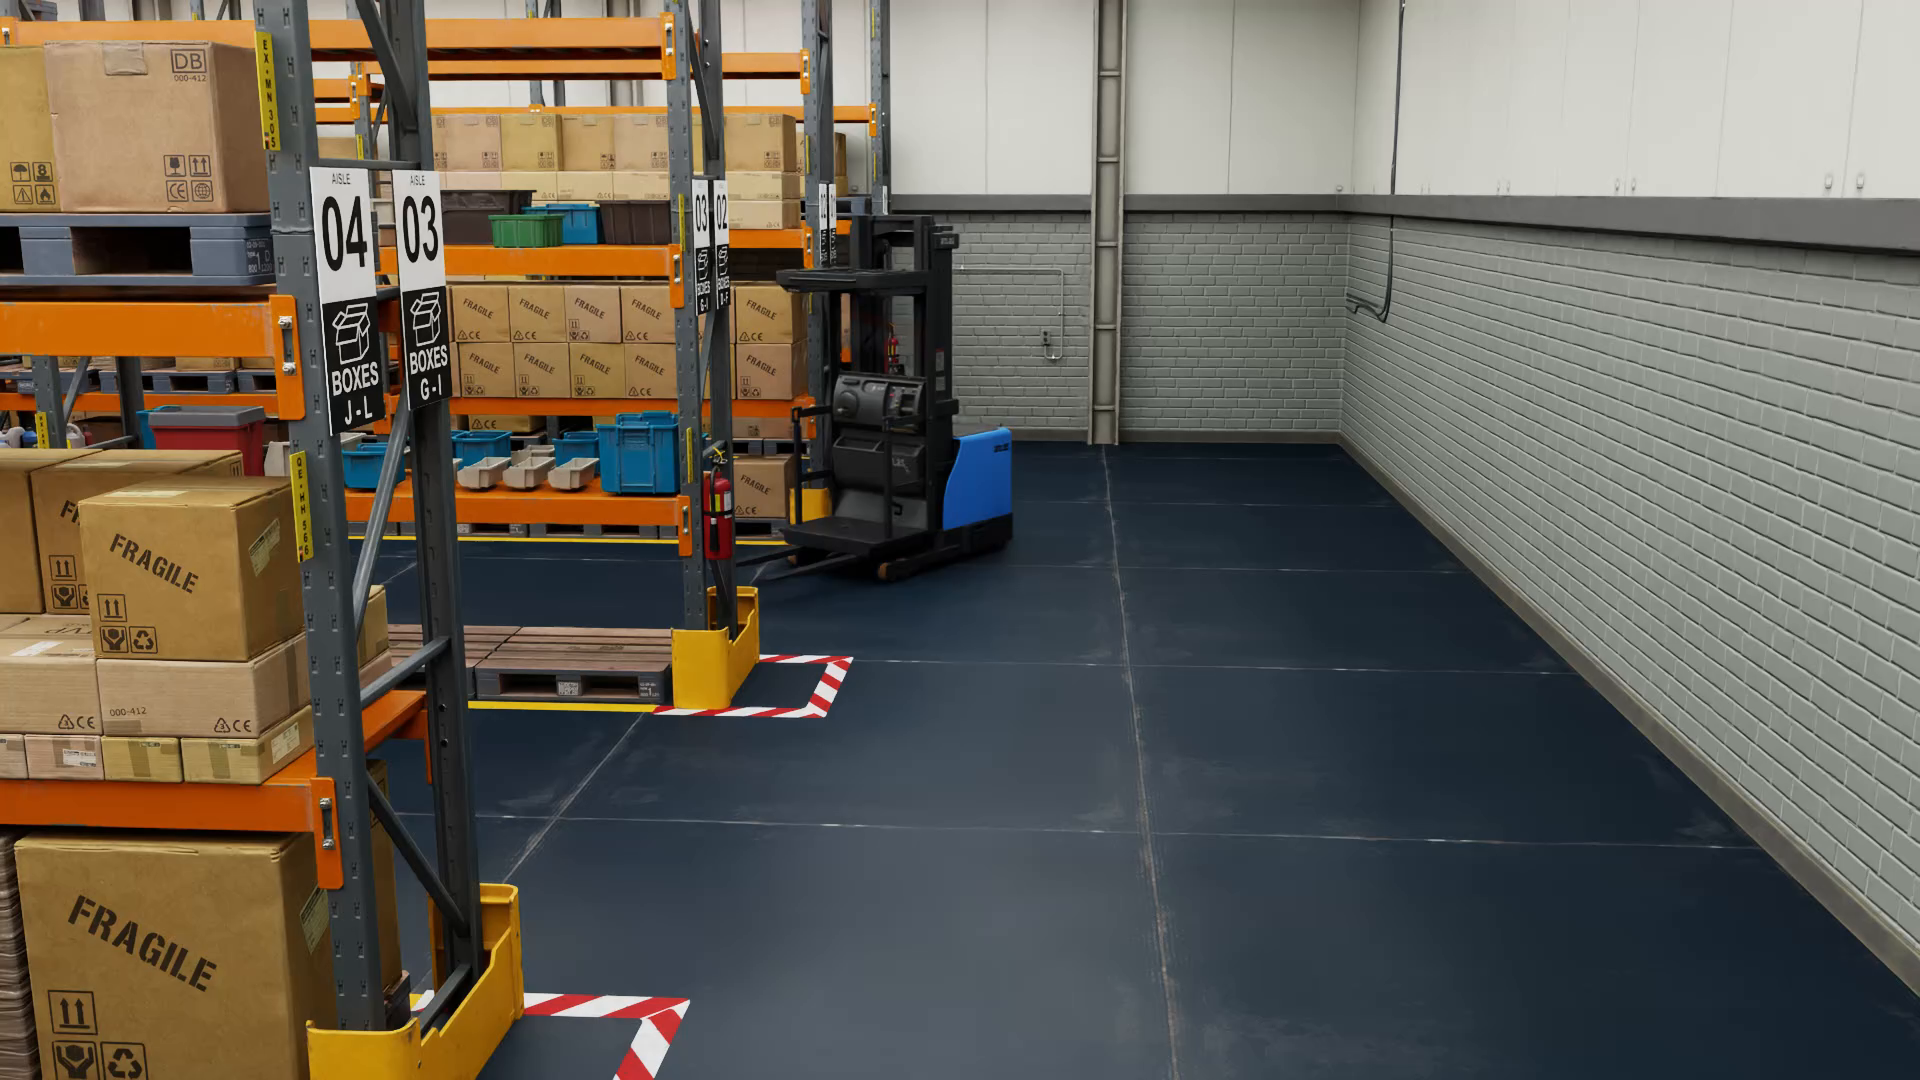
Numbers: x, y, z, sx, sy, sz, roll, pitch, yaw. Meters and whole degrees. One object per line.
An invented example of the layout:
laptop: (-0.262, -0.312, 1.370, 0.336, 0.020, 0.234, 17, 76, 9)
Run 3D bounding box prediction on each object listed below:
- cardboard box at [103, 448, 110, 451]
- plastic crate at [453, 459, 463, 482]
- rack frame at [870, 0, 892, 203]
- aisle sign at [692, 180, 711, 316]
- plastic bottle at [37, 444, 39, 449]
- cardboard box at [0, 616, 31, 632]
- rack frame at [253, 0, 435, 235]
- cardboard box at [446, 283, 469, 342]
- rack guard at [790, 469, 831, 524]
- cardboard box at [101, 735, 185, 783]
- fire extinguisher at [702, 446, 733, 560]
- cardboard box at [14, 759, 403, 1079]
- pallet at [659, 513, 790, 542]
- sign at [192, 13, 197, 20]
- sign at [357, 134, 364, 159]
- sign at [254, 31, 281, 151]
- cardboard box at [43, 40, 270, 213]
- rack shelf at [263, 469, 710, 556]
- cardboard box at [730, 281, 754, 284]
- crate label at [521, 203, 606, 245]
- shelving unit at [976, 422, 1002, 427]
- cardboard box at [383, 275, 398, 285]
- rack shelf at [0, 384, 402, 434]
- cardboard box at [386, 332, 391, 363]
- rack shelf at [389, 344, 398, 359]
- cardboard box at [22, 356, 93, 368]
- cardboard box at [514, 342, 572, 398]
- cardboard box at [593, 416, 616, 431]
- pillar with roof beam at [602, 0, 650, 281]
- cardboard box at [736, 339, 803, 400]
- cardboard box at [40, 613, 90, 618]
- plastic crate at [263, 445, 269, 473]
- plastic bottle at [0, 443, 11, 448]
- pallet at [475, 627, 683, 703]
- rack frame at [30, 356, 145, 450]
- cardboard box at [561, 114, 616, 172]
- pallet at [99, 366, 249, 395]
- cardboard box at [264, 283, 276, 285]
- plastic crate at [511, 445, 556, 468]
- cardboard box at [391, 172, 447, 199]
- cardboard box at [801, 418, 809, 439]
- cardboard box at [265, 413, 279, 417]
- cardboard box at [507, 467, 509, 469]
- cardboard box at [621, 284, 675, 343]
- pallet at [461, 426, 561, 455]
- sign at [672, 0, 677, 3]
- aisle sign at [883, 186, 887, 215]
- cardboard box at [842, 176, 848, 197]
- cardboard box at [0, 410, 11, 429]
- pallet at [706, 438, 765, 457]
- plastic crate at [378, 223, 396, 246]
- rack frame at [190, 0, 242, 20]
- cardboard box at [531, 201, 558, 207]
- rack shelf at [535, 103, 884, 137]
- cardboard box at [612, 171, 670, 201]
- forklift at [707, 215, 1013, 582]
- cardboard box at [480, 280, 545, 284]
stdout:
cardboard box: (-8.285, -0.582, 15.739, 0.500, 0.500, 0.500, 0, 12, 2)
plastic crate: (-3.285, -0.420, 10.431, 0.250, 0.136, 0.298, 1, 12, 4)
rack frame: (-0.933, -5.500, 19.566, 0.127, 3.000, 1.000, 1, 12, 4)
aisle sign: (-1.543, -1.752, 9.948, 0.004, 0.787, 0.394, 1, 12, 4)
plastic bottle: (-6.173, -0.589, 11.226, 0.097, 0.201, 0.097, 0, 12, 0)
cardboard box: (-3.441, 0.433, 5.492, 0.500, 0.250, 0.500, 0, 12, 2)
rack frame: (-1.926, -2.465, 5.054, 0.127, 3.000, 1.000, 1, 12, 4)
cardboard box: (-4.800, -2.081, 15.186, 0.500, 0.500, 0.500, 1, 12, 5)
rack guard: (-1.336, -0.329, 15.604, 0.348, 0.500, 1.175, 1, 12, 4)
cardboard box: (-2.563, 0.654, 5.411, 0.250, 0.149, 0.380, 1, 12, 4)
fire extinguisher: (-1.475, -0.225, 10.098, 0.183, 0.674, 0.296, 1, 12, 4)
cardboard box: (-2.570, 1.314, 5.806, 0.875, 0.875, 0.875, 1, 12, 4)
pallet: (-2.132, -0.199, 15.684, 1.213, 0.211, 1.003, 1, 12, 4)
sign: (-8.942, -5.995, 19.455, 0.005, 0.325, 0.100, 1, 12, 4)
sign: (-5.285, -3.407, 14.662, 0.005, 0.325, 0.100, 1, 12, 4)
sign: (-1.976, -1.280, 4.749, 0.005, 0.325, 0.100, 1, 12, 4)
cardboard box: (-2.448, -1.296, 5.279, 0.500, 0.500, 0.700, 0, 12, 0)
rack shelf: (-3.591, -0.215, 10.710, 4.000, 0.370, 1.077, 1, 12, 4)
cardboard box: (-2.208, -2.156, 15.543, 0.500, 0.500, 0.500, 1, 12, 4)
crate label: (-2.494, -2.014, 10.589, 0.502, 0.251, 0.408, 1, 12, 4)
shelving unit: (0.229, -0.546, 15.294, 0.252, 1.050, 0.215, 5, 13, 21)
cardboard box: (-6.934, -3.167, 20.212, 0.500, 0.250, 0.500, 1, 12, 3)
rack shelf: (-7.247, -1.282, 15.809, 4.000, 0.370, 1.077, 1, 12, 4)
cardboard box: (-5.709, -1.913, 15.800, 0.500, 0.500, 0.700, -3, 12, -15)
rack shelf: (-6.920, -2.294, 20.647, 4.000, 0.370, 1.077, 1, 12, 4)
cardboard box: (-8.607, -1.930, 15.881, 0.500, 0.500, 0.700, -3, 12, -15)
cardboard box: (-3.751, -1.579, 15.229, 0.500, 0.500, 0.500, 1, 12, 3)
cardboard box: (-4.185, -1.569, 20.506, 0.500, 0.500, 0.700, 1, 12, 4)
pillar with roof beam: (-4.456, -4.843, 16.423, 0.400, 9.000, 9.100, 1, 12, 4)
cardboard box: (-1.725, -1.551, 15.096, 0.500, 0.500, 0.500, 1, 12, 5)
cardboard box: (-2.906, 0.332, 5.976, 0.500, 0.250, 0.500, 1, 12, 3)
plastic crate: (-4.451, -0.529, 10.978, 0.590, 0.125, 0.437, 1, 12, 4)
plastic bottle: (-6.001, -0.473, 10.490, 0.135, 0.276, 0.152, 1, 12, 4)
pallet: (-2.415, 0.806, 10.883, 1.213, 0.211, 1.003, 1, 12, 4)
rack frame: (-5.586, -0.595, 10.767, 0.127, 3.000, 1.000, 1, 12, 4)
cardboard box: (-3.266, -3.597, 15.108, 0.500, 0.500, 0.700, 1, 12, 4)
pallet: (-7.302, -1.542, 15.763, 1.213, 0.211, 1.003, 1, 12, 4)
cardboard box: (-8.451, -3.185, 20.301, 0.500, 0.250, 0.500, 1, 12, 5)
plastic crate: (-2.811, -0.541, 11.010, 0.298, 0.136, 0.250, 1, 12, 4)
cardboard box: (-4.783, -3.189, 14.987, 0.500, 0.250, 0.500, 1, 12, 4)
cardboard box: (-1.638, -1.535, 20.342, 0.500, 0.500, 0.700, 1, 12, 4)
cardboard box: (-8.190, -1.790, 20.705, 0.750, 0.750, 0.750, 1, 12, 3)
cardboard box: (-4.664, -0.649, 16.055, 0.500, 0.500, 0.500, 1, 12, 4)
cardboard box: (-2.745, -2.053, 15.052, 0.500, 0.500, 0.500, 1, 12, 5)
pallet: (-5.699, -1.249, 20.705, 1.213, 0.211, 1.003, 1, 12, 4)
sign: (-1.616, -3.206, 9.386, 0.005, 0.325, 0.100, 1, 12, 4)
aisle sign: (-0.881, -3.774, 19.617, 0.004, 0.787, 0.394, 1, 12, 4)
cardboard box: (-1.645, -4.273, 20.123, 0.500, 0.250, 0.500, 1, 12, 7)
cardboard box: (-12.171, -1.713, 21.145, 0.500, 0.500, 0.700, 1, 12, 6)
pallet: (-2.950, -1.211, 20.525, 1.213, 0.211, 1.003, 1, 12, 4)
plastic crate: (-3.673, -1.857, 10.118, 0.530, 0.136, 0.437, 1, 12, 4)
rack frame: (-8.915, -5.610, 20.090, 0.127, 3.000, 1.000, 1, 12, 4)
cardboard box: (-3.785, -2.929, 14.968, 0.500, 0.250, 0.500, 1, 12, 4)
rack shelf: (-2.929, -4.980, 19.812, 4.000, 0.370, 1.077, 1, 12, 4)
cardboard box: (-2.788, -3.161, 14.853, 0.500, 0.250, 0.500, 1, 12, 4)
forklift: (-0.817, -1.200, 13.830, 1.130, 2.935, 3.031, 9, 15, 36)
cardboard box: (-4.218, -2.184, 15.681, 0.500, 0.500, 0.500, 1, 12, 3)
